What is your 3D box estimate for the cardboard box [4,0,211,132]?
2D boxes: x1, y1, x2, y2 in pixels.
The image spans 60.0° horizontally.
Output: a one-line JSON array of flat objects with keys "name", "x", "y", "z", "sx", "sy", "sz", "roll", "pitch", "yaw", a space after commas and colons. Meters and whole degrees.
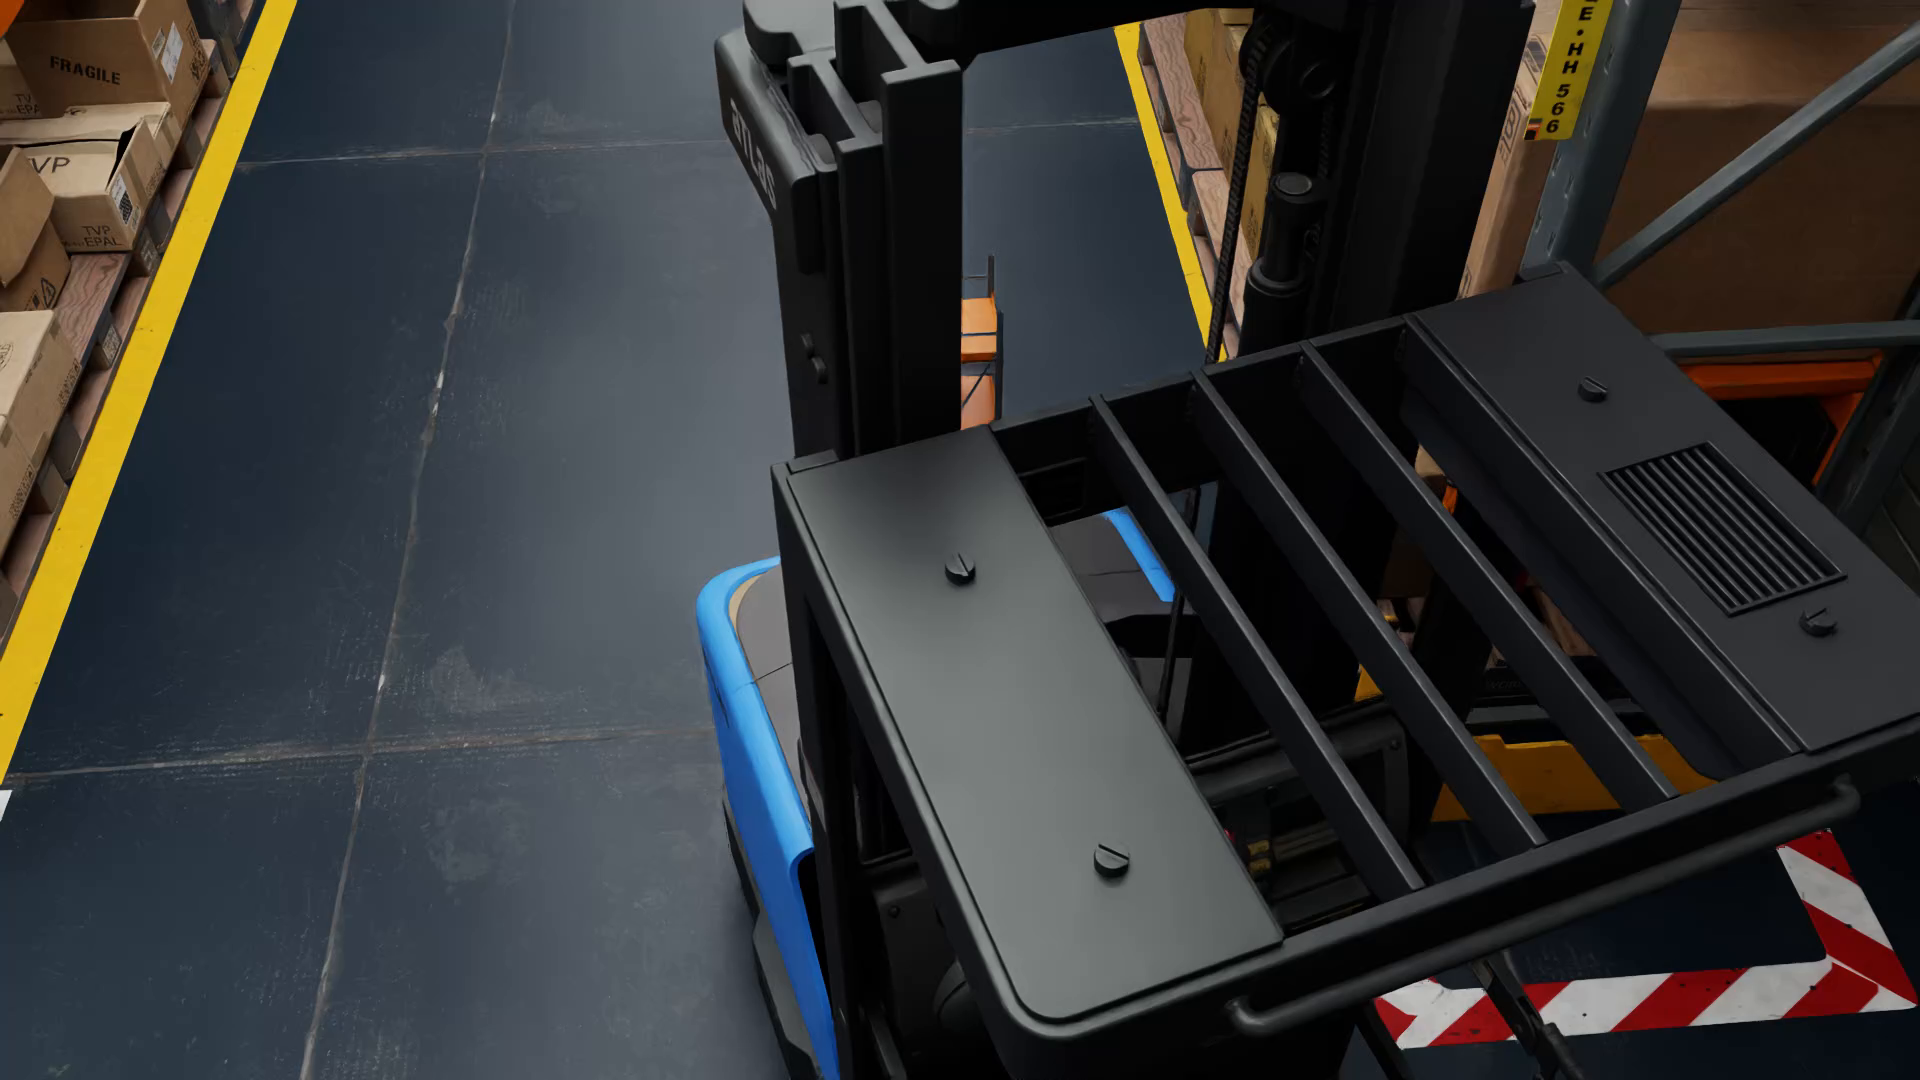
[{"name": "cardboard box", "x": -3.276, "y": -1.907, "z": 6.409, "sx": 0.500, "sy": 0.500, "sz": 0.500, "roll": -3, "pitch": 47, "yaw": -3}]

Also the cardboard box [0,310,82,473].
[{"name": "cardboard box", "x": -3.118, "y": -0.456, "z": 5.207, "sx": 0.500, "sy": 0.250, "sz": 0.500, "roll": -3, "pitch": 47, "yaw": -3}]

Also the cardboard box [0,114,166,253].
[{"name": "cardboard box", "x": -3.213, "y": -1.299, "z": 5.963, "sx": 0.500, "sy": 0.311, "sz": 0.500, "roll": -3, "pitch": 47, "yaw": -3}]

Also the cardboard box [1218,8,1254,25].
[{"name": "cardboard box", "x": 1.137, "y": -2.016, "z": 6.079, "sx": 0.380, "sy": 0.149, "sz": 0.250, "roll": -2, "pitch": 47, "yaw": -2}]

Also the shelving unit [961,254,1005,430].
[{"name": "shelving unit", "x": 0.004, "y": -0.322, "z": 4.832, "sx": 0.215, "sy": 1.050, "sz": 0.252, "roll": -3, "pitch": 47, "yaw": -3}]

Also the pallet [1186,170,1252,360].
[{"name": "pallet", "x": 1.421, "y": -0.915, "z": 5.971, "sx": 1.003, "sy": 0.211, "sz": 1.213, "roll": -3, "pitch": 47, "yaw": -3}]

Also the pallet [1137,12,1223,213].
[{"name": "pallet", "x": 1.315, "y": -1.800, "z": 6.809, "sx": 1.003, "sy": 0.211, "sz": 1.213, "roll": -3, "pitch": 47, "yaw": -3}]

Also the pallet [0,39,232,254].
[{"name": "pallet", "x": -3.550, "y": -1.554, "z": 6.577, "sx": 1.003, "sy": 0.211, "sz": 1.213, "roll": -3, "pitch": 47, "yaw": -3}]

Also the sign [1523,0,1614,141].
[{"name": "sign", "x": 1.123, "y": -0.876, "z": 3.054, "sx": 0.100, "sy": 0.325, "sz": 0.005, "roll": -3, "pitch": 47, "yaw": -3}]

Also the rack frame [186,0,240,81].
[{"name": "rack frame", "x": -3.606, "y": -3.010, "z": 6.035, "sx": 1.000, "sy": 3.000, "sz": 0.127, "roll": -3, "pitch": 47, "yaw": -3}]

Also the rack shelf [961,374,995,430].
[{"name": "rack shelf", "x": 0.004, "y": -0.315, "z": 4.840, "sx": 0.215, "sy": 0.259, "sz": 0.240, "roll": -3, "pitch": 47, "yaw": -3}]

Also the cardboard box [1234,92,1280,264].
[{"name": "cardboard box", "x": 1.370, "y": -1.316, "z": 5.863, "sx": 0.700, "sy": 0.500, "sz": 0.500, "roll": -3, "pitch": 47, "yaw": -2}]

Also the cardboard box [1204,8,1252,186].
[{"name": "cardboard box", "x": 1.329, "y": -1.688, "z": 6.215, "sx": 0.700, "sy": 0.500, "sz": 0.500, "roll": -4, "pitch": 47, "yaw": -4}]

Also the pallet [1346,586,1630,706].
[{"name": "pallet", "x": 1.520, "y": -0.035, "z": 5.137, "sx": 1.003, "sy": 0.211, "sz": 1.213, "roll": -3, "pitch": 47, "yaw": -3}]

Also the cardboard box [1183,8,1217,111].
[{"name": "cardboard box", "x": 1.290, "y": -2.051, "z": 6.559, "sx": 0.700, "sy": 0.500, "sz": 0.500, "roll": -3, "pitch": 47, "yaw": -3}]

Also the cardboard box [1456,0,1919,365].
[{"name": "cardboard box", "x": 1.612, "y": -0.891, "z": 3.822, "sx": 0.980, "sy": 0.700, "sz": 0.700, "roll": -2, "pitch": 47, "yaw": -1}]

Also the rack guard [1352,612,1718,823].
[{"name": "rack guard", "x": 1.667, "y": 0.457, "z": 4.473, "sx": 1.175, "sy": 0.500, "sz": 0.348, "roll": -3, "pitch": 47, "yaw": -3}]

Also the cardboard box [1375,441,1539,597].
[{"name": "cardboard box", "x": 1.506, "y": -0.205, "z": 4.811, "sx": 0.700, "sy": 0.500, "sz": 0.500, "roll": -3, "pitch": 47, "yaw": -3}]

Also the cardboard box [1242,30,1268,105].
[{"name": "cardboard box", "x": 1.181, "y": -1.638, "z": 5.721, "sx": 0.380, "sy": 0.149, "sz": 0.250, "roll": -5, "pitch": 47, "yaw": -4}]

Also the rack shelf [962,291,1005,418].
[{"name": "rack shelf", "x": 0.004, "y": -0.510, "z": 4.634, "sx": 0.215, "sy": 0.259, "sz": 0.240, "roll": -3, "pitch": 47, "yaw": -3}]

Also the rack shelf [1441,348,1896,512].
[{"name": "rack shelf", "x": 1.497, "y": -1.619, "z": 5.213, "sx": 1.077, "sy": 0.370, "sz": 4.000, "roll": -3, "pitch": 47, "yaw": -3}]

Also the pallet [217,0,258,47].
[{"name": "pallet", "x": -3.712, "y": -2.637, "z": 7.602, "sx": 1.003, "sy": 0.211, "sz": 1.213, "roll": -3, "pitch": 47, "yaw": -3}]

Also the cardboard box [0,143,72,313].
[{"name": "cardboard box", "x": -3.444, "y": -0.944, "z": 5.494, "sx": 0.797, "sy": 0.503, "sz": 0.637, "roll": -3, "pitch": 47, "yaw": -3}]

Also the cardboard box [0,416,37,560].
[{"name": "cardboard box", "x": -3.076, "y": -0.094, "z": 4.864, "sx": 0.500, "sy": 0.250, "sz": 0.500, "roll": -3, "pitch": 47, "yaw": -3}]

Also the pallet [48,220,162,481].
[{"name": "pallet", "x": -3.444, "y": -0.669, "z": 5.739, "sx": 1.003, "sy": 0.211, "sz": 1.213, "roll": -3, "pitch": 47, "yaw": -3}]

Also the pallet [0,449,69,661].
[{"name": "pallet", "x": -3.345, "y": 0.211, "z": 4.905, "sx": 1.003, "sy": 0.211, "sz": 1.213, "roll": -3, "pitch": 47, "yaw": -3}]

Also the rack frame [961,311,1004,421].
[{"name": "rack frame", "x": 0.015, "y": -0.234, "z": 4.749, "sx": 0.200, "sy": 1.050, "sz": 0.008, "roll": -3, "pitch": 47, "yaw": -3}]

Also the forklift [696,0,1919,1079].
[{"name": "forklift", "x": 0.398, "y": 0.687, "z": 2.581, "sx": 1.130, "sy": 2.935, "sz": 3.031, "roll": -16, "pitch": 49, "yaw": -14}]

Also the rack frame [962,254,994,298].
[{"name": "rack frame", "x": -0.006, "y": -0.411, "z": 4.916, "sx": 0.200, "sy": 1.050, "sz": 0.008, "roll": -3, "pitch": 47, "yaw": -3}]

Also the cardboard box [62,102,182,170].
[{"name": "cardboard box", "x": -3.185, "y": -1.518, "z": 6.283, "sx": 0.380, "sy": 0.149, "sz": 0.250, "roll": -3, "pitch": 47, "yaw": -3}]

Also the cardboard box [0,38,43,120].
[{"name": "cardboard box", "x": -3.787, "y": -1.920, "z": 6.551, "sx": 0.500, "sy": 0.311, "sz": 0.500, "roll": -3, "pitch": 47, "yaw": -3}]

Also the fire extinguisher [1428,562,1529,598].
[{"name": "fire extinguisher", "x": 1.217, "y": -0.128, "z": 3.615, "sx": 0.296, "sy": 0.674, "sz": 0.183, "roll": -3, "pitch": 47, "yaw": -3}]

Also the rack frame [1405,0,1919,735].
[{"name": "rack frame", "x": 1.665, "y": -0.420, "z": 3.582, "sx": 1.000, "sy": 3.000, "sz": 0.127, "roll": -3, "pitch": 47, "yaw": -3}]
